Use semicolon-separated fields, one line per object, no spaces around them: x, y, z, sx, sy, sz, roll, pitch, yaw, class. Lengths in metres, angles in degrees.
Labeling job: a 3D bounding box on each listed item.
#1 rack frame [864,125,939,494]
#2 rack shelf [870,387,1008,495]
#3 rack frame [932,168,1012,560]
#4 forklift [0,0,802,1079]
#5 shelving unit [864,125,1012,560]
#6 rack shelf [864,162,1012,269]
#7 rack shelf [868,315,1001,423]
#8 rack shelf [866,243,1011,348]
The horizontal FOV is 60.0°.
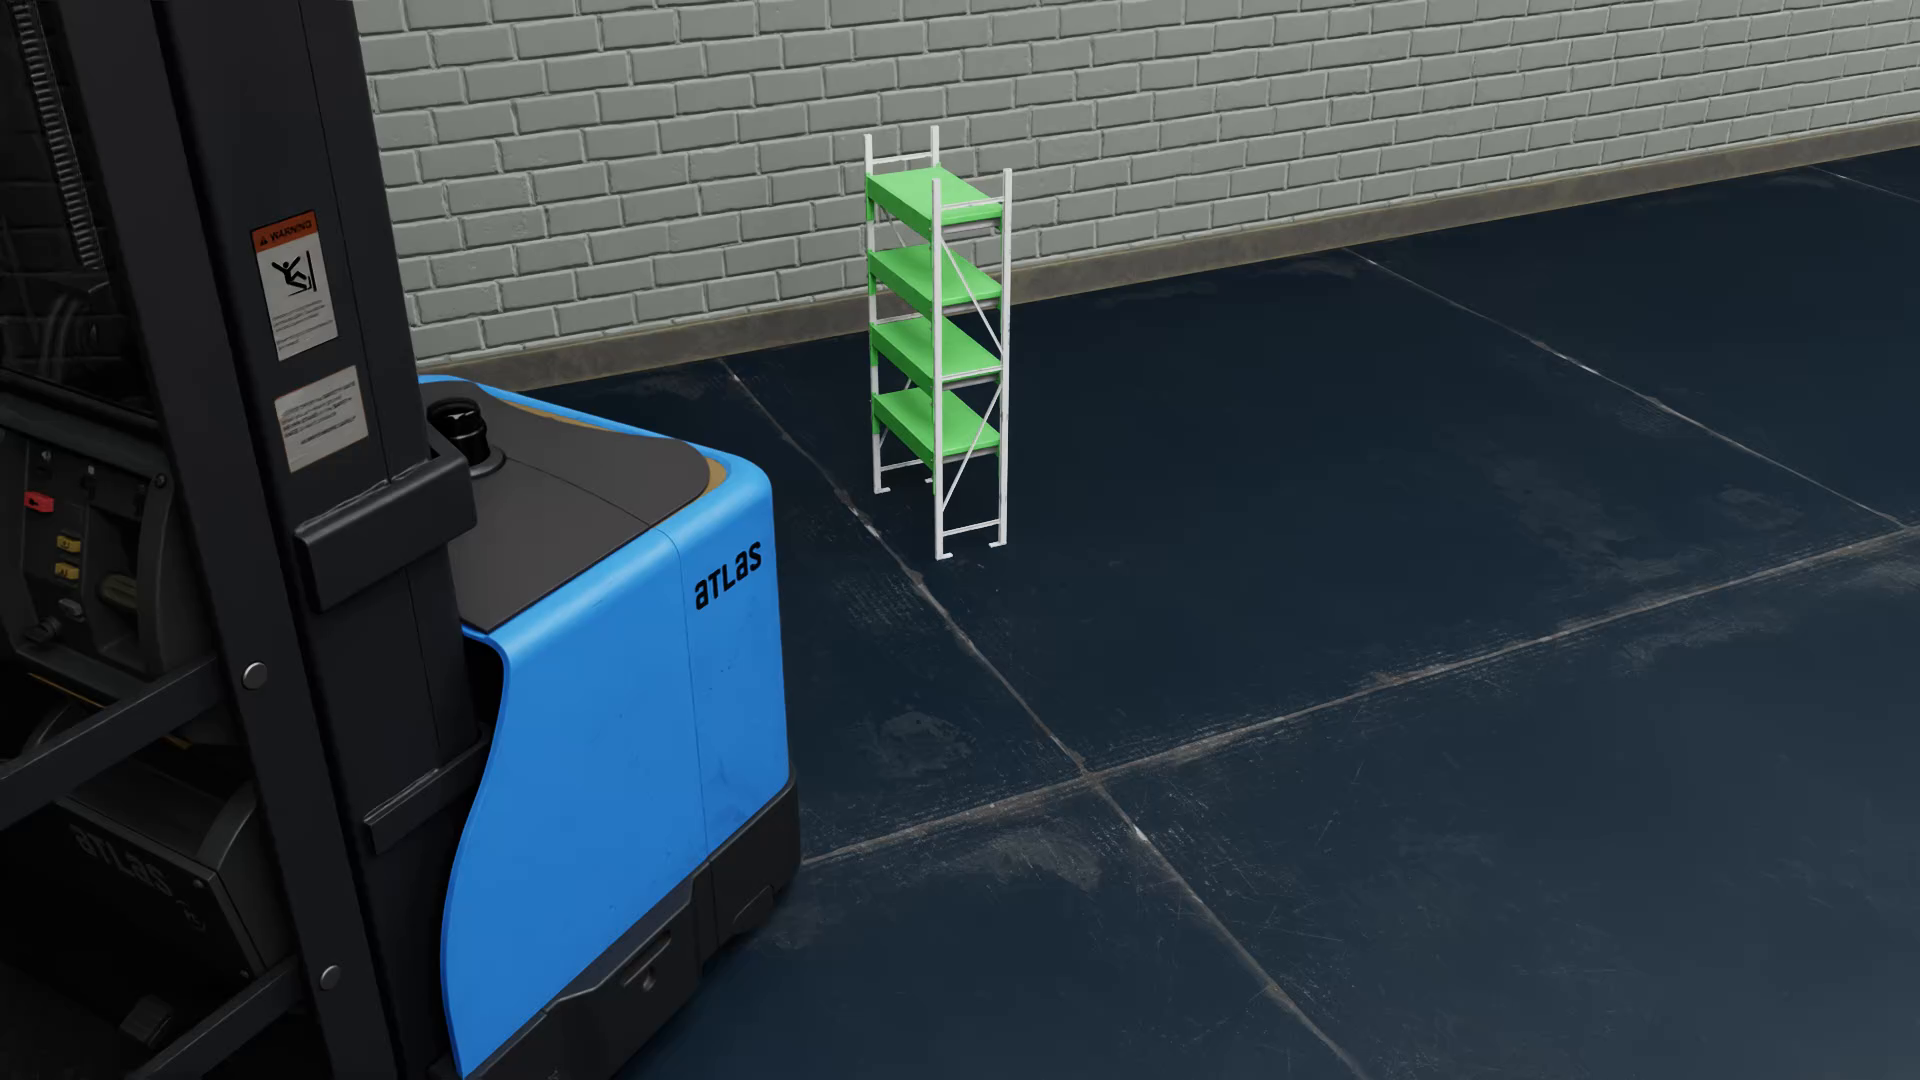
-0.176;-0.704;5.279;0.240;1.200;0.015;-13;32;-22;rack frame
-0.071;-0.331;5.236;0.258;0.148;0.480;-13;32;-22;rack shelf
0.034;-0.489;4.895;0.240;1.200;0.015;-13;32;-22;rack frame
-1.543;0.006;2.243;1.130;2.935;3.031;16;33;26;forklift
-0.071;-0.596;5.087;0.258;1.200;0.503;-13;32;-22;shelving unit
-0.071;-0.959;4.883;0.258;0.148;0.480;-13;32;-22;rack shelf
-0.071;-0.541;5.118;0.258;0.148;0.480;-13;32;-22;rack shelf
-0.071;-0.750;5.001;0.258;0.148;0.480;-13;32;-22;rack shelf
